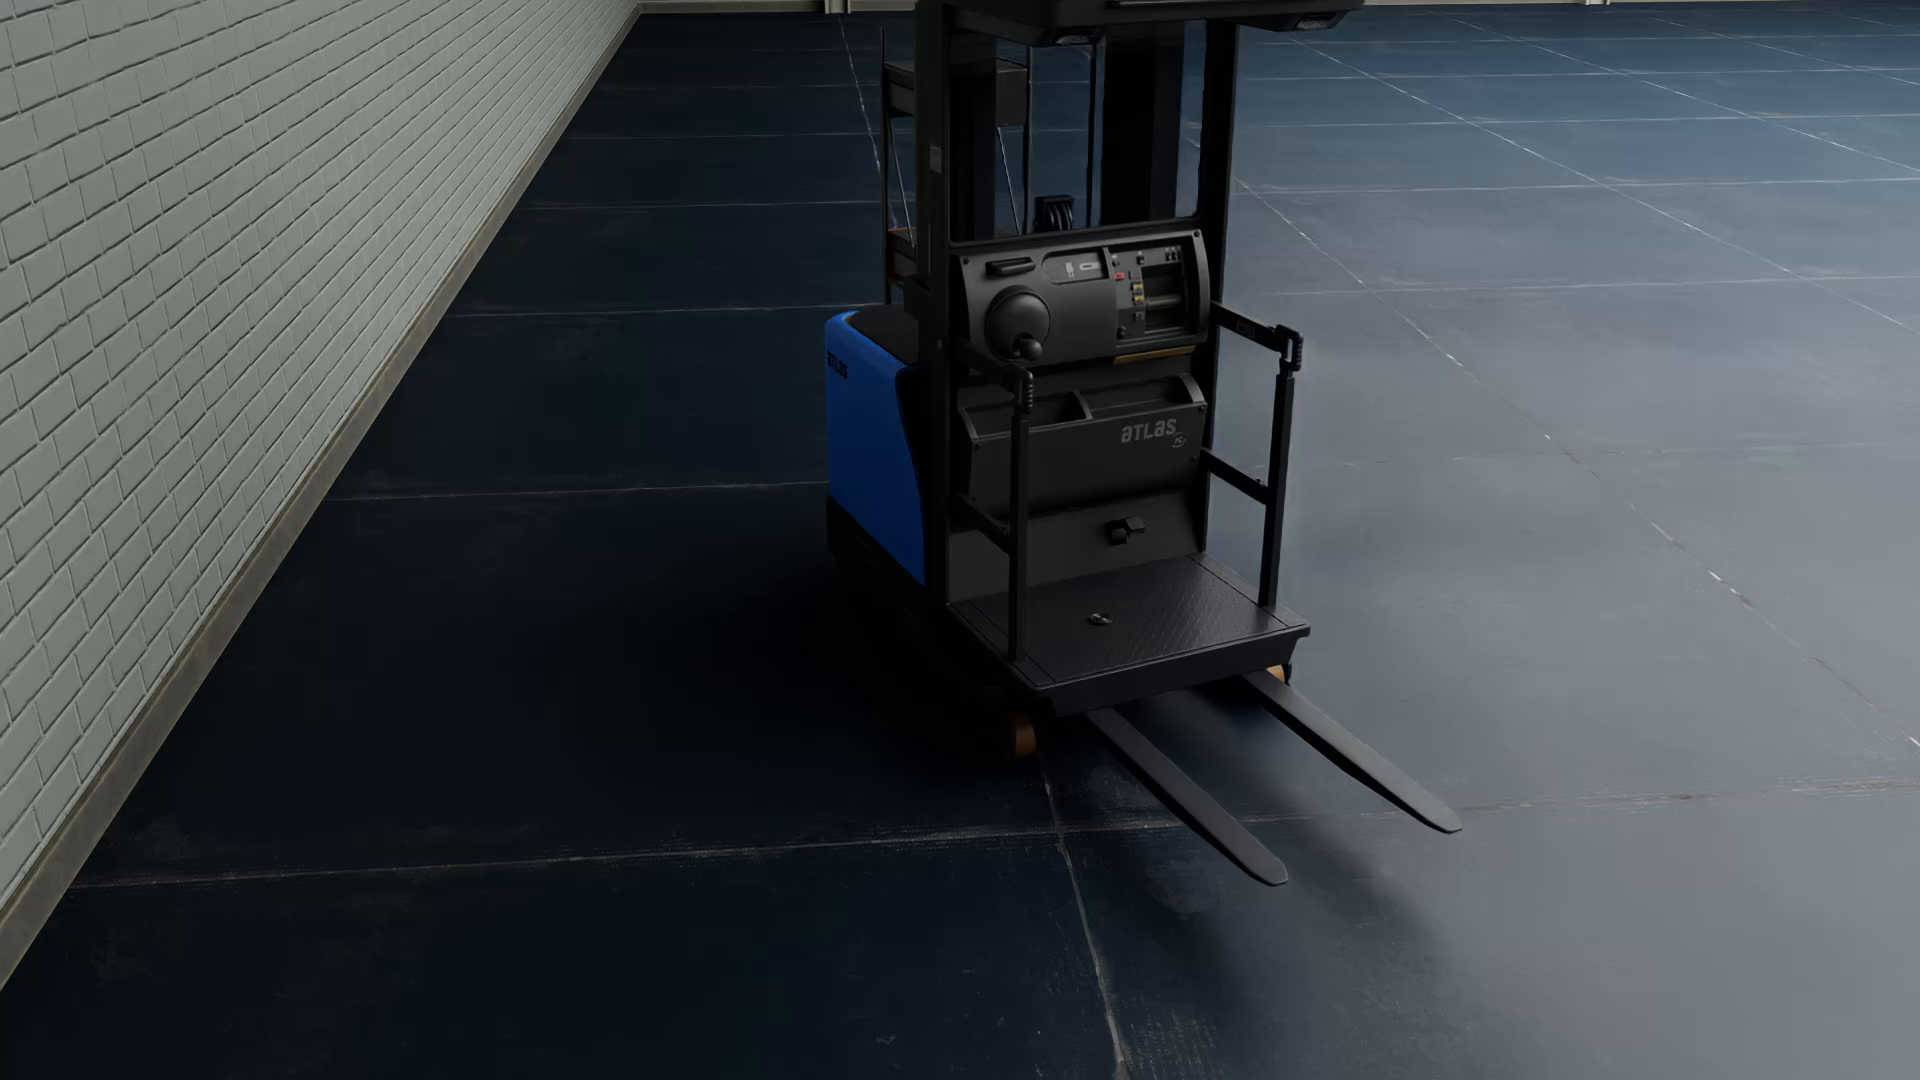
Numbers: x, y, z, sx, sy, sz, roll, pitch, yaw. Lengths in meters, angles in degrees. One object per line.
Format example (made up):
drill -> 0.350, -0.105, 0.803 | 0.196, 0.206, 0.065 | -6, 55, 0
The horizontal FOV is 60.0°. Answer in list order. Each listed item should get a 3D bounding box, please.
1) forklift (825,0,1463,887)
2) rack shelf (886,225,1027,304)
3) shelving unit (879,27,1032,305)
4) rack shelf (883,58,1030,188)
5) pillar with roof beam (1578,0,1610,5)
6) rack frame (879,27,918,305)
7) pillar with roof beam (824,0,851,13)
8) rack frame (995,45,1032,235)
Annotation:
forklift -> 0.522, -0.801, 5.444 | 1.130, 2.935, 3.031 | -11, 26, -23
rack shelf -> -0.021, -1.095, 7.162 | 0.480, 0.518, 0.431 | -11, 26, -23
shelving unit -> -0.021, -1.108, 7.157 | 0.503, 2.100, 0.431 | -11, 26, -23
rack shelf -> -0.021, -1.735, 6.878 | 0.480, 0.518, 0.431 | -11, 26, -23
pillar with roof beam -> 10.497, -10.907, 20.709 | 0.400, 9.000, 9.100 | -2, 24, -5
rack frame -> -0.243, -1.066, 7.063 | 0.015, 2.100, 0.400 | -11, 26, -23
pillar with roof beam -> -1.445, -10.428, 19.631 | 0.400, 9.000, 9.100 | -2, 24, -5
rack frame -> 0.200, -1.149, 7.251 | 0.015, 2.100, 0.400 | -11, 26, -23
